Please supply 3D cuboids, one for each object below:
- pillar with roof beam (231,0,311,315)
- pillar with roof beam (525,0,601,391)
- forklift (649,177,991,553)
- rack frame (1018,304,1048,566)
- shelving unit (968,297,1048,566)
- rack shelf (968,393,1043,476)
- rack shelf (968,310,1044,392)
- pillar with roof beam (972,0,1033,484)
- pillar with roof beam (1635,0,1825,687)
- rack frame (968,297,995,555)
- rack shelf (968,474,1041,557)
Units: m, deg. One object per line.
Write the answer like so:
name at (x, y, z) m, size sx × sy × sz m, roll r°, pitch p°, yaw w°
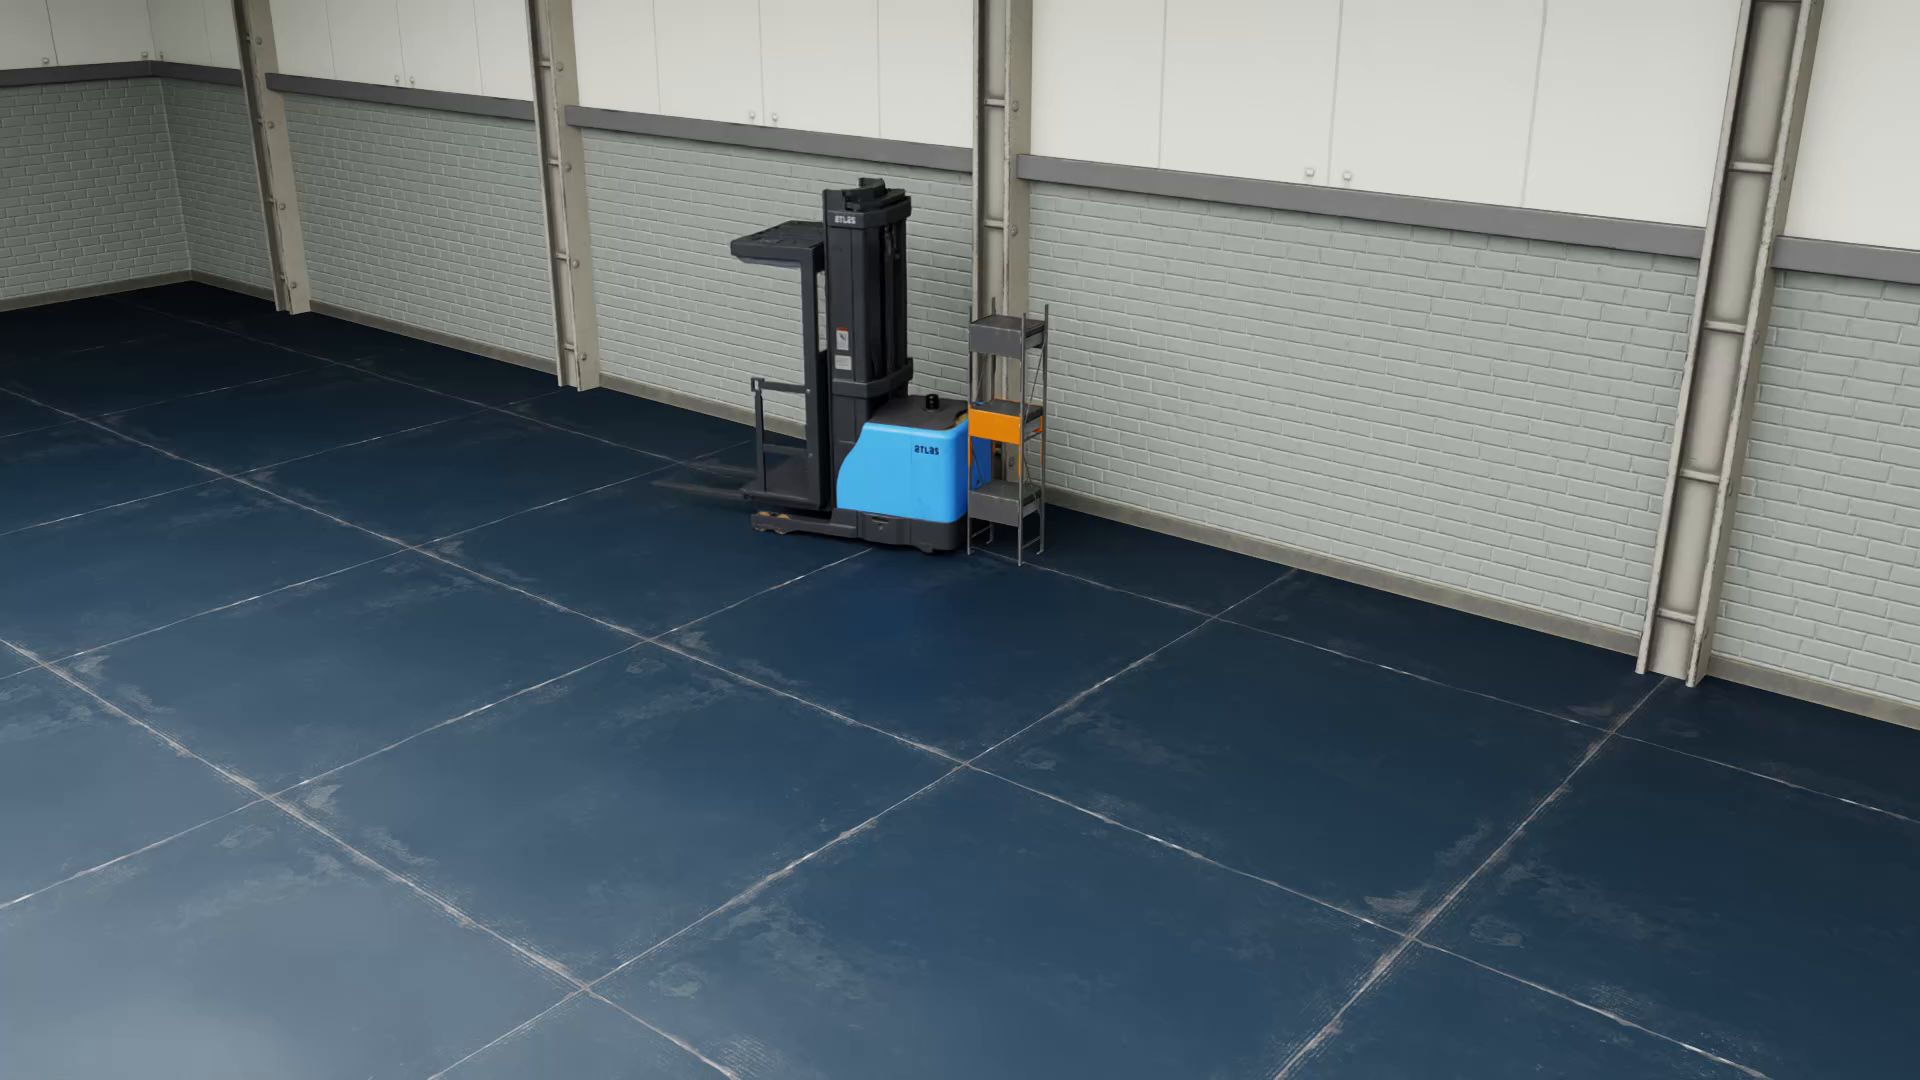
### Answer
pillar with roof beam at (-11.664, -6.117, 17.637) m, size 0.400 × 9.000 × 9.100 m, roll 16°, pitch 26°, yaw 36°
pillar with roof beam at (-7.016, -4.779, 14.087) m, size 0.400 × 9.000 × 9.100 m, roll 16°, pitch 26°, yaw 36°
forklift at (-1.260, -1.582, 14.210) m, size 3.031 × 2.935 × 1.130 m, roll 8°, pitch 22°, yaw 21°
rack frame at (0.590, -0.829, 13.390) m, size 0.015 × 2.100 × 0.400 m, roll 12°, pitch 24°, yaw 29°
shelving unit at (0.382, -0.874, 13.509) m, size 0.503 × 2.100 × 0.431 m, roll 12°, pitch 24°, yaw 29°
rack shelf at (0.382, -0.861, 13.514) m, size 0.480 × 0.518 × 0.431 m, roll 12°, pitch 24°, yaw 29°
rack shelf at (0.382, -1.516, 13.267) m, size 0.480 × 0.518 × 0.431 m, roll 12°, pitch 24°, yaw 29°
pillar with roof beam at (-2.368, -3.440, 10.537) m, size 0.400 × 9.000 × 9.100 m, roll 16°, pitch 26°, yaw 36°
pillar with roof beam at (2.281, -2.102, 6.988) m, size 0.400 × 9.000 × 9.100 m, roll 16°, pitch 26°, yaw 36°
rack frame at (0.174, -0.919, 13.629) m, size 0.015 × 2.100 × 0.400 m, roll 12°, pitch 24°, yaw 29°
rack shelf at (0.382, -0.206, 13.761) m, size 0.480 × 0.518 × 0.431 m, roll 12°, pitch 24°, yaw 29°
